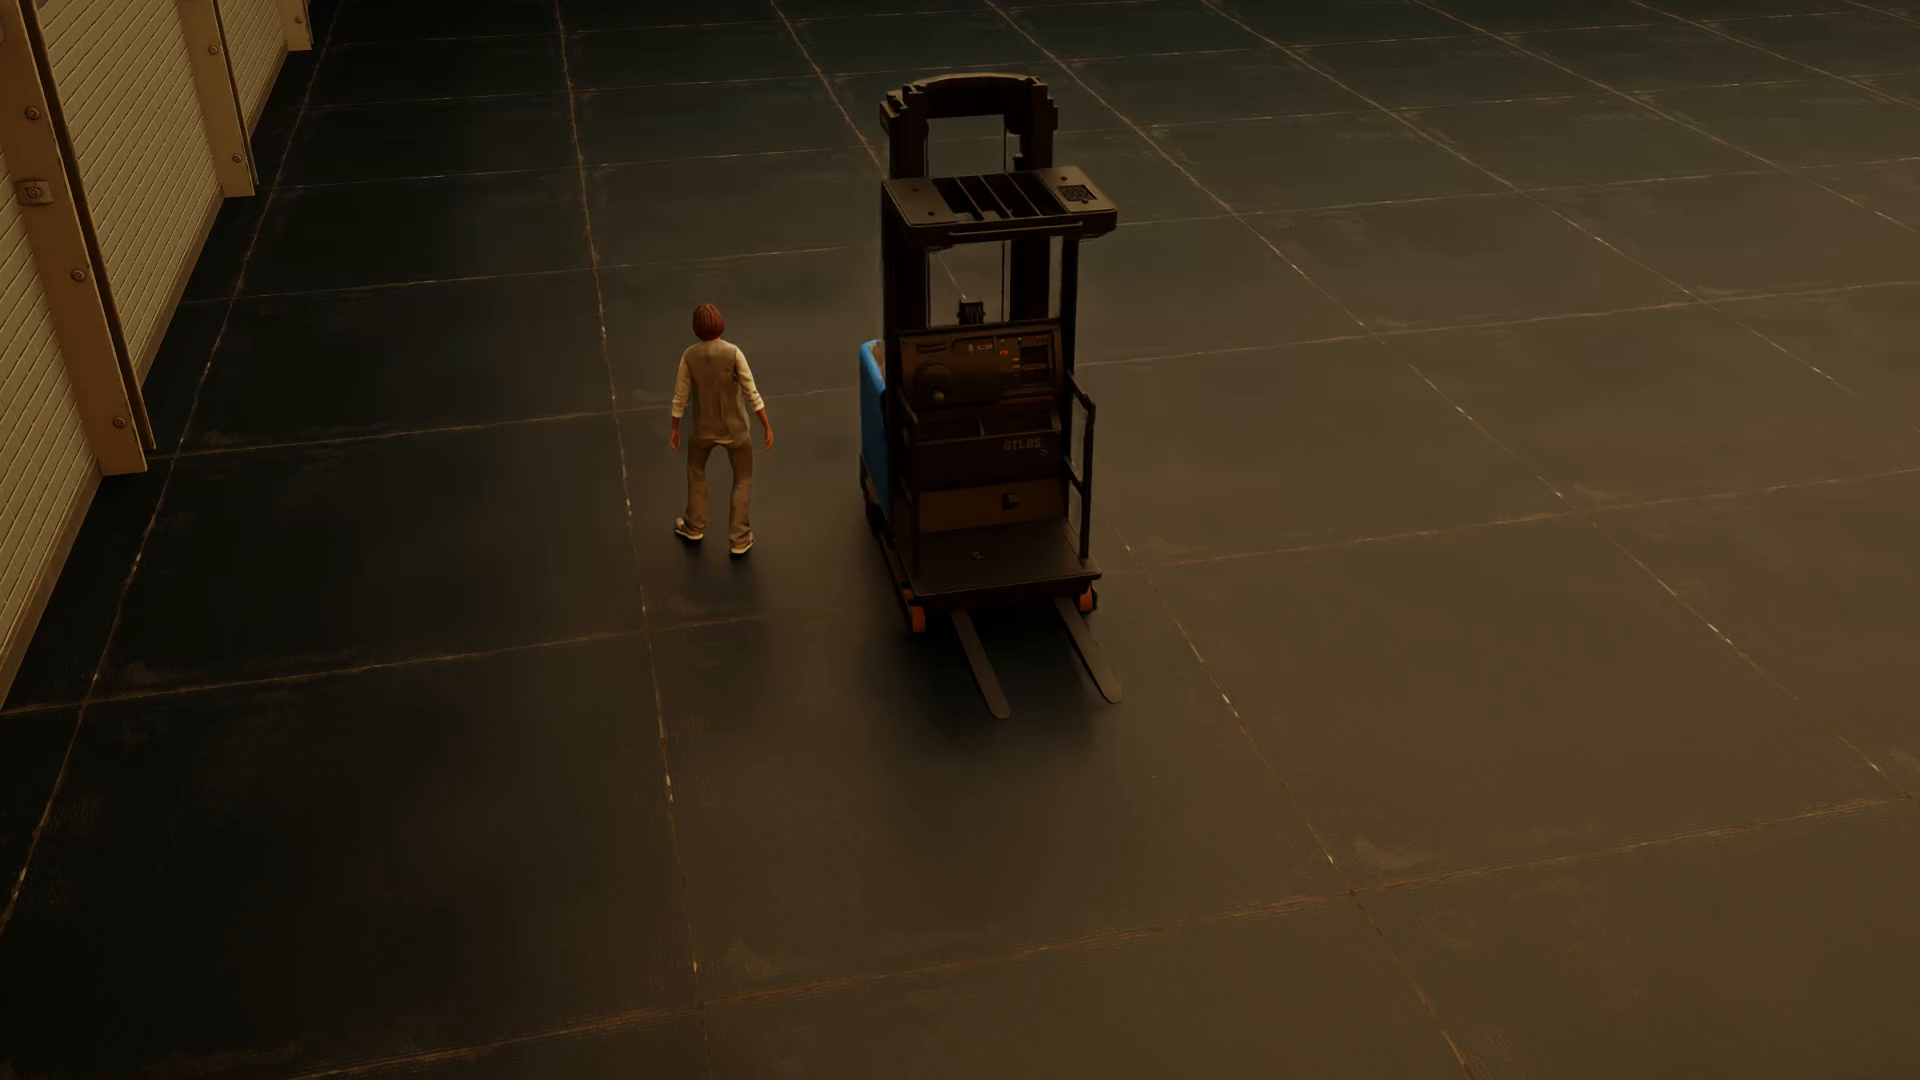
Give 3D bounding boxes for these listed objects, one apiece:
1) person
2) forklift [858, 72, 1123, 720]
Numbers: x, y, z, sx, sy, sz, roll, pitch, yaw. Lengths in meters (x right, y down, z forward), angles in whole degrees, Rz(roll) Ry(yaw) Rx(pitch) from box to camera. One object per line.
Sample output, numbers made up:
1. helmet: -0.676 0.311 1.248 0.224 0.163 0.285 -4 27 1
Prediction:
1. person: -1.479 -0.661 10.111 0.729 1.565 0.398 4 30 7
2. forklift: 0.173 -0.939 9.197 1.130 2.935 3.031 -7 31 -11
